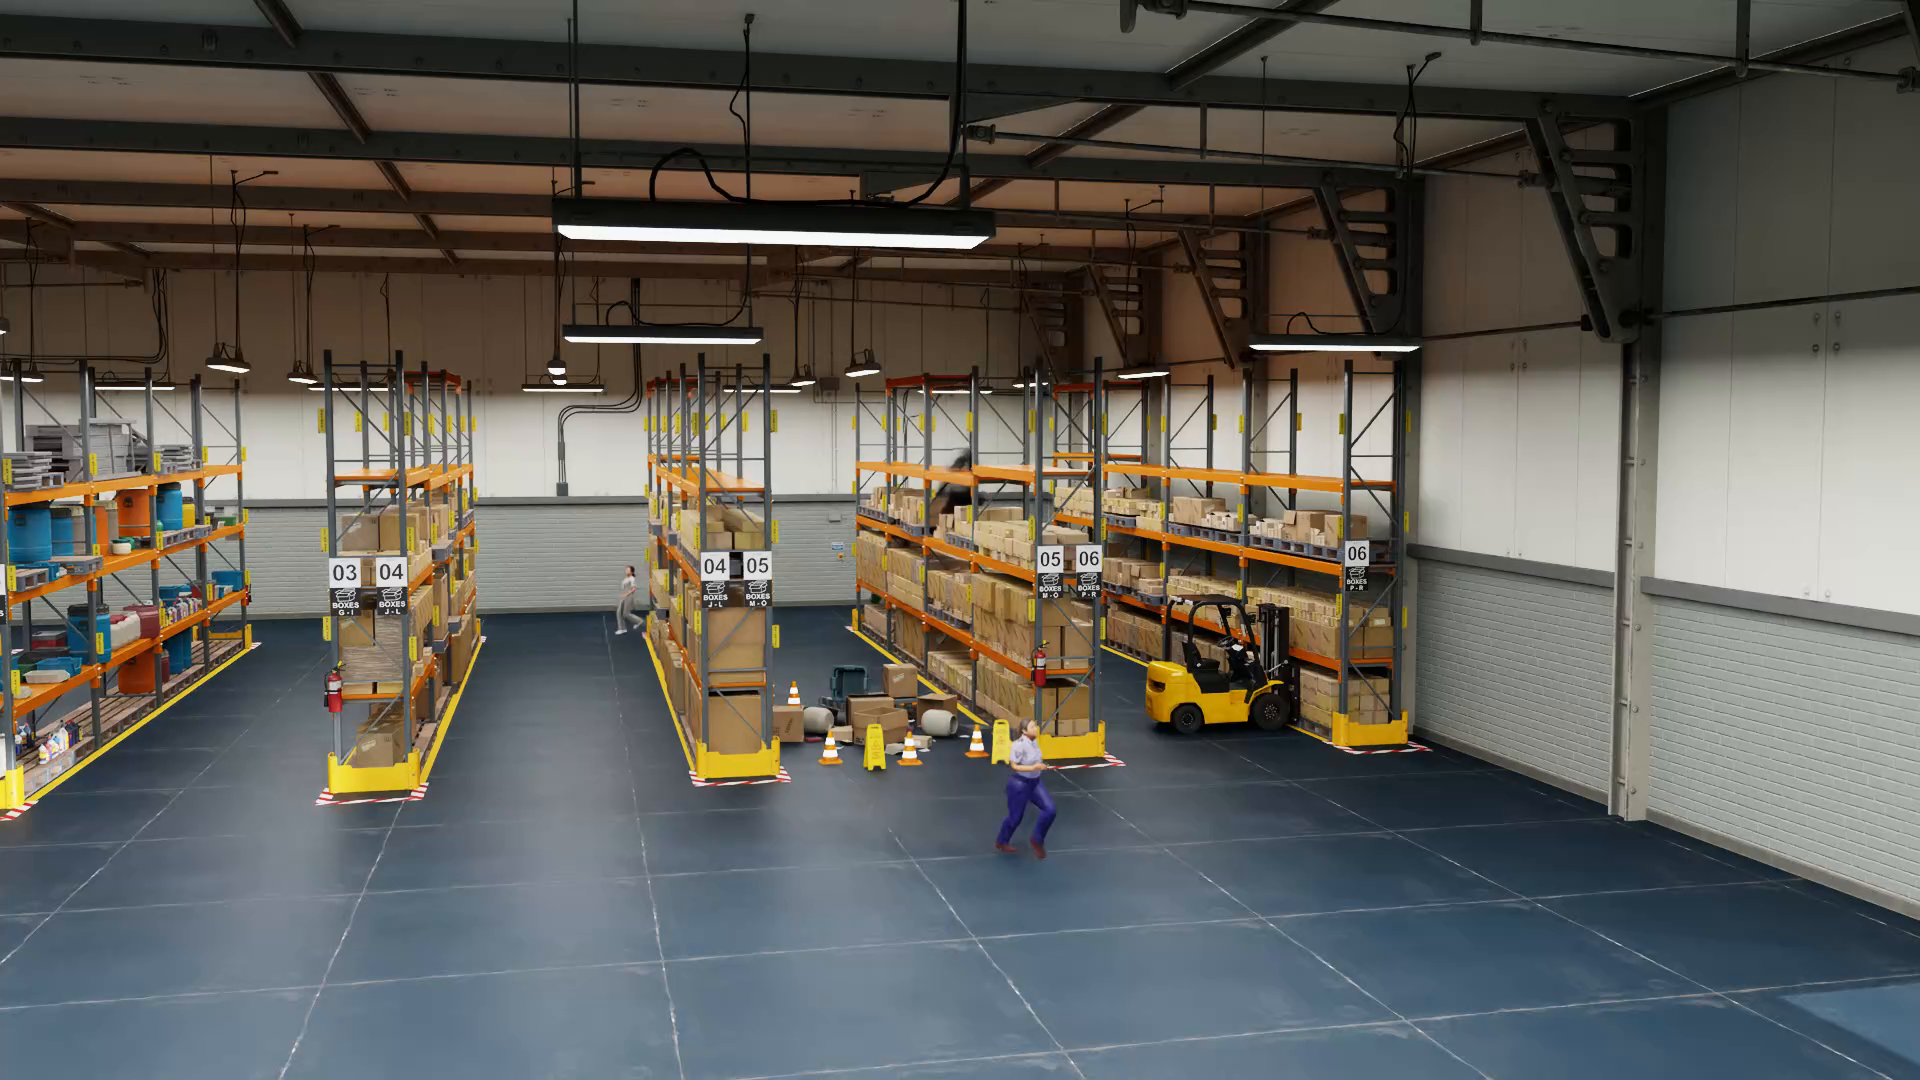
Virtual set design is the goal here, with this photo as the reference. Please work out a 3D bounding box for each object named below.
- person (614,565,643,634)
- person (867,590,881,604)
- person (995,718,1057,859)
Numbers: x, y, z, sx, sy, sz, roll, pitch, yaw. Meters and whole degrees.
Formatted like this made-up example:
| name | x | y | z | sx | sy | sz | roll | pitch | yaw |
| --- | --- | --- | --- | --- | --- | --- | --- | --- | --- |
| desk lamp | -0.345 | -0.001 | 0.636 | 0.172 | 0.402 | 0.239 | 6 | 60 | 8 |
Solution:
| name | x | y | z | sx | sy | sz | roll | pitch | yaw |
| --- | --- | --- | --- | --- | --- | --- | --- | --- | --- |
| person | -7.888 | 1.427 | 39.785 | 0.723 | 1.651 | 0.602 | -3 | 5 | -37 |
| person | -2.024 | 1.238 | 41.802 | 0.632 | 1.744 | 0.718 | 2 | 4 | 24 |
| person | 0.722 | 2.879 | 19.161 | 0.753 | 1.642 | 0.586 | 3 | 5 | 38 |
